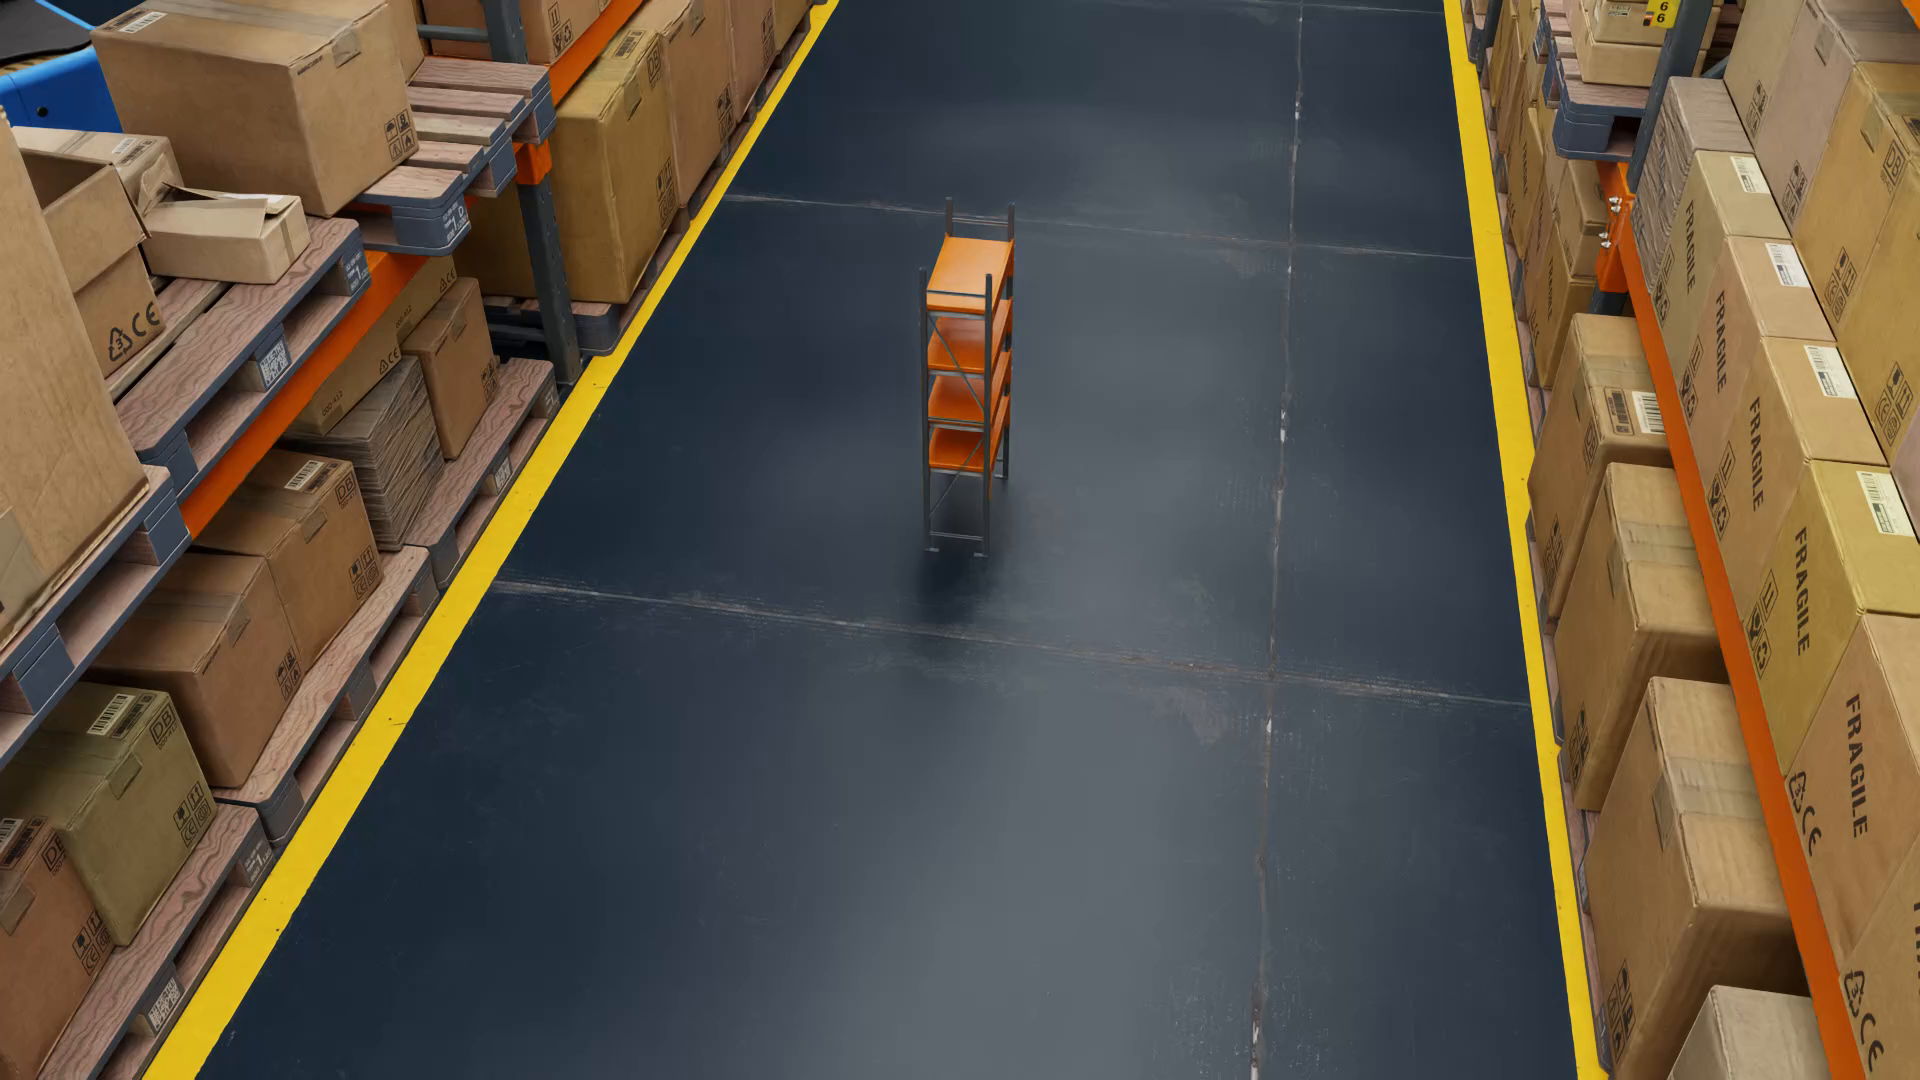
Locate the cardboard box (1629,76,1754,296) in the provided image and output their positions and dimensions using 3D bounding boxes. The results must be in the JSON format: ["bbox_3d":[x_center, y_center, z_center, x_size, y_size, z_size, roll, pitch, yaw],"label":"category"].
[{"bbox_3d":[2.408,-1.069,5.111,0.500,0.500,0.500,7,40,8],"label":"cardboard box"}]

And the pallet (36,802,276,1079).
[{"bbox_3d":[-2.675,1.203,4.629,1.003,0.211,1.213,6,40,8],"label":"pallet"}]

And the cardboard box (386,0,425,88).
[{"bbox_3d":[-2.170,-1.750,5.605,0.500,0.500,0.500,2,40,2],"label":"cardboard box"}]

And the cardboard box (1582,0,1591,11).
[{"bbox_3d":[2.433,-1.991,5.938,0.380,0.149,0.250,8,40,9],"label":"cardboard box"}]

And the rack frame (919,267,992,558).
[{"bbox_3d":[-0.014,-0.413,5.808,0.240,1.200,0.015,6,40,8],"label":"rack frame"}]

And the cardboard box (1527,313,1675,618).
[{"bbox_3d":[2.557,-0.205,5.580,1.050,0.750,0.750,6,40,7],"label":"cardboard box"}]

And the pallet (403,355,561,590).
[{"bbox_3d":[-2.253,-0.328,6.481,1.003,0.211,1.213,6,40,8],"label":"pallet"}]

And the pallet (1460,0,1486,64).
[{"bbox_3d":[3.525,-3.144,9.887,1.003,0.211,1.213,6,40,8],"label":"pallet"}]

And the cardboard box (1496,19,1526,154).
[{"bbox_3d":[2.965,-2.225,8.219,0.500,0.500,0.500,8,40,10],"label":"cardboard box"}]

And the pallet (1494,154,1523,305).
[{"bbox_3d":[3.101,-1.462,7.853,1.003,0.211,1.213,6,40,8],"label":"pallet"}]

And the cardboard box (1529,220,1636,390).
[{"bbox_3d":[2.608,-0.923,6.645,0.500,0.500,0.500,6,40,7],"label":"cardboard box"}]

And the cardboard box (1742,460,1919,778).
[{"bbox_3d":[2.061,0.198,3.578,0.500,0.500,0.500,7,40,8],"label":"cardboard box"}]

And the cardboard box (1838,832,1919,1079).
[{"bbox_3d":[1.886,0.832,2.811,0.500,0.500,0.500,6,40,7],"label":"cardboard box"}]

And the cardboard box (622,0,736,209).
[{"bbox_3d":[-1.815,-2.226,7.926,1.225,0.875,0.875,7,40,8],"label":"cardboard box"}]

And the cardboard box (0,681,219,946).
[{"bbox_3d":[-2.580,0.731,4.629,0.700,0.500,0.500,6,40,7],"label":"cardboard box"}]

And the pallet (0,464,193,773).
[{"bbox_3d":[-2.533,0.227,3.771,1.003,0.211,1.213,6,40,8],"label":"pallet"}]

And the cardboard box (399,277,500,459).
[{"bbox_3d":[-2.213,-0.677,6.331,0.700,0.500,0.500,4,40,5],"label":"cardboard box"}]

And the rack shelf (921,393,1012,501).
[{"bbox_3d":[0.029,-0.361,6.163,0.258,0.148,0.480,6,40,8],"label":"rack shelf"}]

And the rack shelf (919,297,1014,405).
[{"bbox_3d":[0.029,-0.687,5.894,0.258,0.148,0.480,6,40,8],"label":"rack shelf"}]

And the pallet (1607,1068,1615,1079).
[{"bbox_3d":[2.118,1.810,3.896,1.003,0.211,1.213,6,40,8],"label":"pallet"}]

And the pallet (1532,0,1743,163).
[{"bbox_3d":[2.770,-1.668,6.064,1.213,0.211,1.003,6,40,8],"label":"pallet"}]

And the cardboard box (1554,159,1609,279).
[{"bbox_3d":[2.611,-1.229,6.425,0.500,0.250,0.500,6,40,7],"label":"cardboard box"}]

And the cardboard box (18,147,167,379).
[{"bbox_3d":[-2.599,-0.683,4.311,0.797,0.503,0.637,10,41,12],"label":"cardboard box"}]

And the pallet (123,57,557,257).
[{"bbox_3d":[-2.135,-1.360,5.692,1.213,0.211,1.003,6,40,8],"label":"pallet"}]

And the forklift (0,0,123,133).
[{"bbox_3d":[-5.048,-2.838,7.383,3.031,2.935,1.130,29,48,30],"label":"forklift"}]

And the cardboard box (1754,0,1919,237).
[{"bbox_3d":[2.578,-1.109,4.374,0.700,0.500,0.500,6,40,7],"label":"cardboard box"}]

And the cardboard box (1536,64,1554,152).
[{"bbox_3d":[2.792,-1.864,7.194,0.500,0.250,0.500,7,40,9],"label":"cardboard box"}]

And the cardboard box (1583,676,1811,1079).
[{"bbox_3d":[2.249,0.928,4.209,1.050,0.750,0.750,6,40,8],"label":"cardboard box"}]

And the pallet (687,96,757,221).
[{"bbox_3d":[-1.692,-2.068,8.586,1.003,0.211,1.213,6,40,8],"label":"pallet"}]

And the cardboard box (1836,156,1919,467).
[{"bbox_3d":[2.403,-0.466,3.596,0.700,0.500,0.500,6,40,7],"label":"cardboard box"}]

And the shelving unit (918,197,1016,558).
[{"bbox_3d":[0.029,-0.566,5.993,0.258,1.200,0.503,6,40,8],"label":"shelving unit"}]

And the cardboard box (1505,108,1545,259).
[{"bbox_3d":[2.777,-1.582,7.442,0.500,0.500,0.500,5,40,6],"label":"cardboard box"}]

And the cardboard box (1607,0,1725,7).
[{"bbox_3d":[2.385,-1.935,5.638,0.380,0.149,0.250,5,40,6],"label":"cardboard box"}]

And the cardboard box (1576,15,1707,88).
[{"bbox_3d":[2.384,-1.708,5.830,0.380,0.149,0.250,7,40,8],"label":"cardboard box"}]

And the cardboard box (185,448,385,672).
[{"bbox_3d":[-2.387,0.029,5.477,0.700,0.500,0.500,10,41,11],"label":"cardboard box"}]

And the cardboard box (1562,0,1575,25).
[{"bbox_3d":[2.473,-2.025,6.213,0.380,0.149,0.250,7,40,8],"label":"cardboard box"}]

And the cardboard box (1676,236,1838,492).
[{"bbox_3d":[2.235,-0.434,4.342,0.500,0.500,0.500,6,40,8],"label":"cardboard box"}]

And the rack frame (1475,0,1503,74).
[{"bbox_3d":[3.444,-3.793,8.484,1.000,3.000,0.127,6,40,8],"label":"rack frame"}]

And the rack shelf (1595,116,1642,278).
[{"bbox_3d":[3.097,-2.261,7.195,1.077,0.370,4.000,6,40,8],"label":"rack shelf"}]

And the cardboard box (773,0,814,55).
[{"bbox_3d":[-1.515,-3.343,9.277,1.225,0.875,0.875,7,40,8],"label":"cardboard box"}]

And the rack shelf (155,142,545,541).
[{"bbox_3d":[-2.462,-0.361,4.897,1.077,0.370,4.000,6,40,8],"label":"rack shelf"}]

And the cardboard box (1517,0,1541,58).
[{"bbox_3d":[2.966,-2.512,7.977,0.500,0.250,0.500,7,40,9],"label":"cardboard box"}]

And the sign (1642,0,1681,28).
[{"bbox_3d":[2.215,-1.753,5.169,0.100,0.325,0.005,6,40,8],"label":"sign"}]

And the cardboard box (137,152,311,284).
[{"bbox_3d":[-2.139,-0.927,4.793,0.396,0.266,0.258,5,40,6],"label":"cardboard box"}]

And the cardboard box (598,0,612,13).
[{"bbox_3d":[-1.677,-2.531,6.878,0.500,0.500,0.500,5,40,6],"label":"cardboard box"}]

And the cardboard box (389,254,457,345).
[{"bbox_3d":[-2.203,-0.965,6.091,0.500,0.250,0.500,8,40,9],"label":"cardboard box"}]

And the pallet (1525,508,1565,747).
[{"bbox_3d":[2.541,0.278,5.748,1.003,0.211,1.213,6,40,8],"label":"pallet"}]
